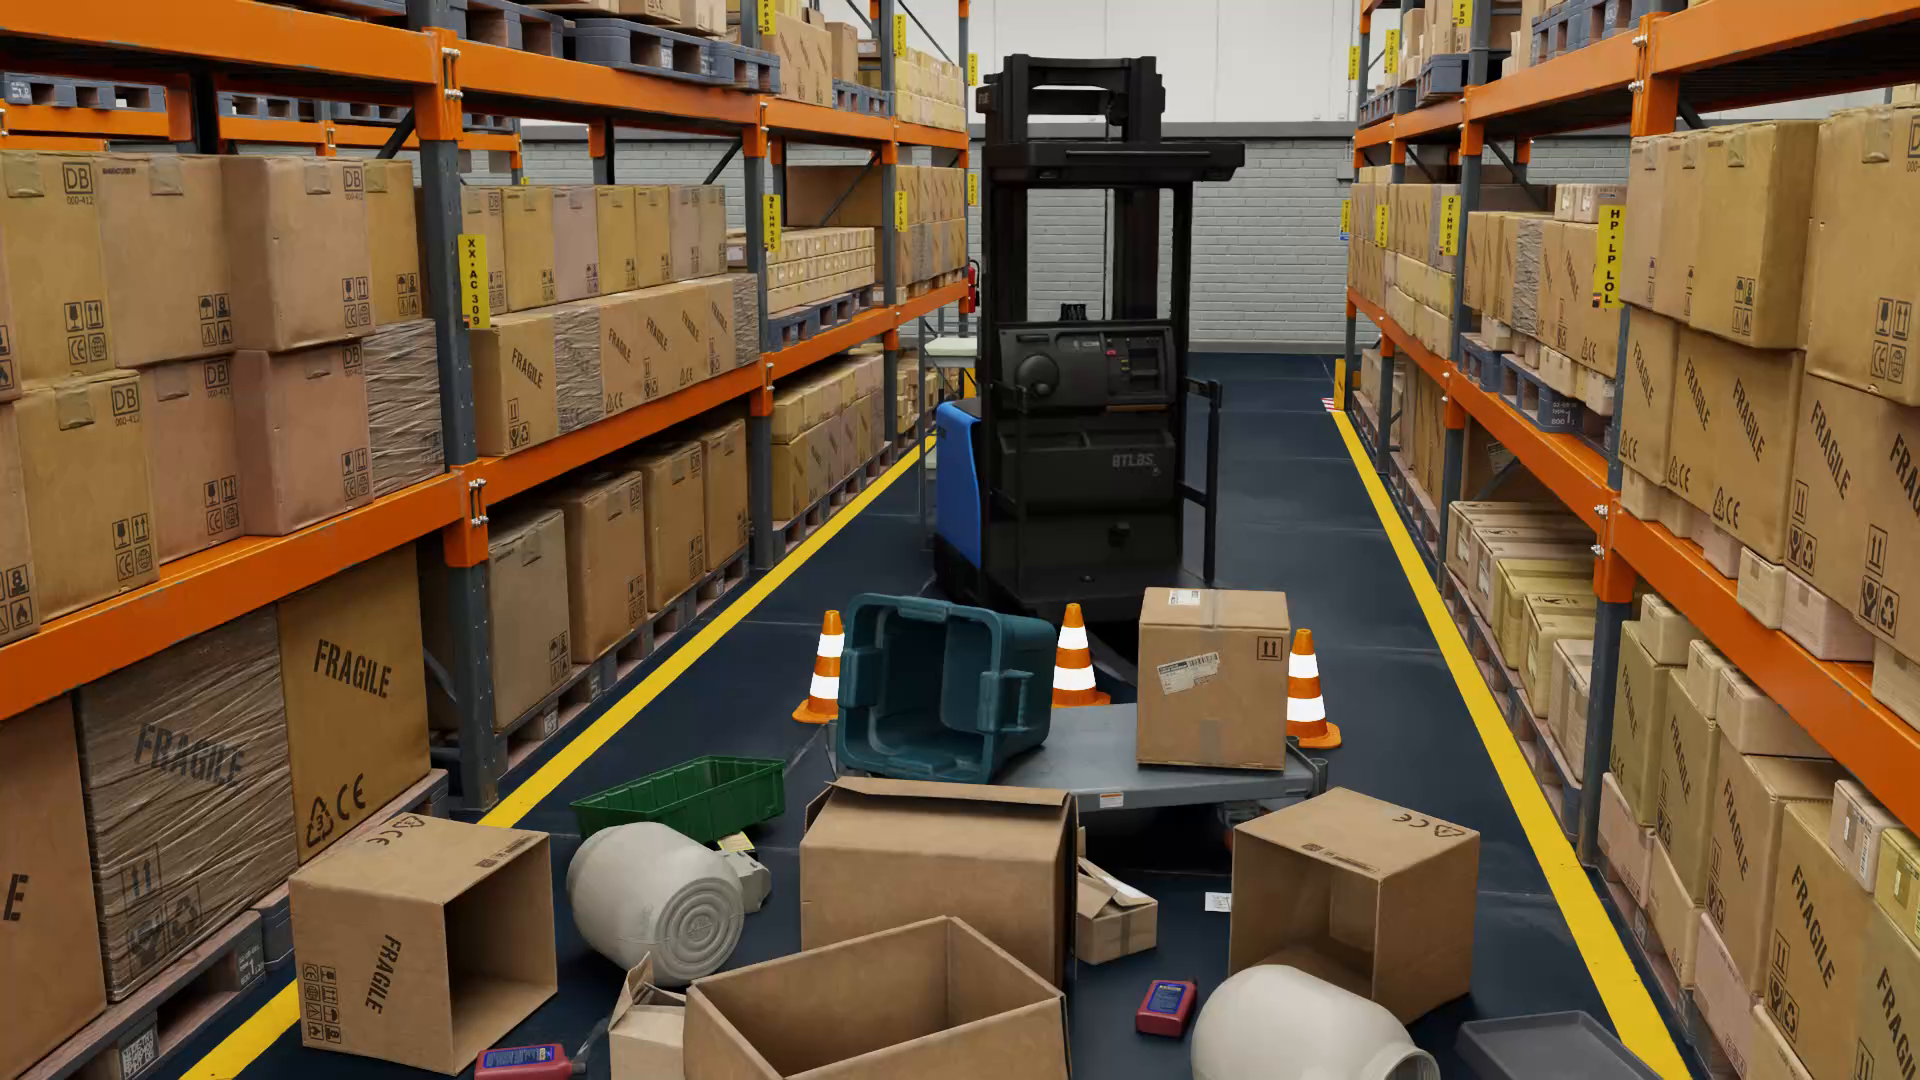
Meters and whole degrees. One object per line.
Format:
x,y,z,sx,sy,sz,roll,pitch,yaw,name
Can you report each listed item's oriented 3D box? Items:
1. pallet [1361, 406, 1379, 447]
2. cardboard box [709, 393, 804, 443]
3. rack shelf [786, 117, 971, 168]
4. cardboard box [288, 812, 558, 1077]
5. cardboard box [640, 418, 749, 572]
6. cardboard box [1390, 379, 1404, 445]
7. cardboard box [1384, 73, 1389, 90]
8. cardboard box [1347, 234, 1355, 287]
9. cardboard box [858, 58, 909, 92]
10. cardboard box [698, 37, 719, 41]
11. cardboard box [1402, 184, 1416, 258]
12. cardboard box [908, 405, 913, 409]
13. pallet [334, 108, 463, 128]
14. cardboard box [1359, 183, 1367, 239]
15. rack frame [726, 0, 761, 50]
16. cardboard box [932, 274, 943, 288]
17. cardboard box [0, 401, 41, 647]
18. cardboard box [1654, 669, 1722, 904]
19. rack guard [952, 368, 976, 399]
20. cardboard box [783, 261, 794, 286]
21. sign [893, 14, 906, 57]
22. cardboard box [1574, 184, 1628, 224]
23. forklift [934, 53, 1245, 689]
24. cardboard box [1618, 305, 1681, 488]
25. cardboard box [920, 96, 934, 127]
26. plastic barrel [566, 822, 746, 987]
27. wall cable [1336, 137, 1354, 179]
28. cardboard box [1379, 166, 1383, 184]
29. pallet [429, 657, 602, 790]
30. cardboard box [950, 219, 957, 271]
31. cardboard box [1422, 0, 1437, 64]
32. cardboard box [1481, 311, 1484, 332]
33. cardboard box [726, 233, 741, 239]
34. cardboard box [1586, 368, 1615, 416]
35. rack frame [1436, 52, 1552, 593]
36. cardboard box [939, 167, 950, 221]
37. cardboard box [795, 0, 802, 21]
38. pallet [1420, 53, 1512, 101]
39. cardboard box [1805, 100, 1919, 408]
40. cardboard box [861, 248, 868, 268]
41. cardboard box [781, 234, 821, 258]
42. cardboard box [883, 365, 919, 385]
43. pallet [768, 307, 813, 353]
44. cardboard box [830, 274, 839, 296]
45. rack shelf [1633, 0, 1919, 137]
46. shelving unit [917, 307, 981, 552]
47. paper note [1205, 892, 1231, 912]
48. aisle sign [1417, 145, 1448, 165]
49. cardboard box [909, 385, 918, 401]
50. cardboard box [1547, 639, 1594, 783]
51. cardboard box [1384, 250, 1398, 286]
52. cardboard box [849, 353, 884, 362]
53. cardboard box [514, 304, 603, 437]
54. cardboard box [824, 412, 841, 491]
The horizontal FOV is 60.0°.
4.257,-1.040,15.317,1.003,0.211,1.213,2,12,9,pallet
-1.299,-0.785,10.672,0.500,0.250,0.500,1,12,6,cardboard box
-0.722,-3.663,15.457,1.077,0.370,4.000,2,12,9,rack shelf
-1.484,1.111,4.647,0.500,0.500,0.500,4,13,18,cardboard box
-1.827,-0.281,9.520,1.050,0.750,0.750,2,12,8,cardboard box
4.080,-1.073,13.935,0.875,0.438,0.875,2,12,8,cardboard box
3.700,-3.789,13.695,0.380,0.149,0.250,2,12,10,cardboard box
4.135,-2.783,16.552,0.500,0.500,0.500,2,12,8,cardboard box
-0.718,-3.862,13.841,0.500,0.250,0.500,2,12,11,cardboard box
-1.519,-2.774,8.944,0.380,0.166,0.250,2,12,9,cardboard box
3.395,-2.237,11.642,0.500,0.500,0.500,2,12,7,cardboard box
-0.628,-1.118,14.830,0.380,0.149,0.250,2,12,8,cardboard box
-5.589,-4.160,16.266,1.003,0.211,1.213,2,12,9,pallet
3.993,-3.057,15.447,0.500,0.500,0.500,2,12,8,cardboard box
-1.644,-4.232,9.270,1.000,3.000,0.127,2,12,9,rack frame
-0.370,-2.554,16.319,0.380,0.149,0.250,1,12,6,cardboard box
-2.589,-0.014,3.580,0.875,0.550,0.550,2,12,9,cardboard box
2.219,0.671,4.510,0.500,0.500,0.500,2,12,11,cardboard box
-0.426,-1.727,17.819,1.175,0.500,0.348,2,12,9,rack guard
-1.294,-1.733,10.810,0.380,0.149,0.250,1,12,7,cardboard box
-0.480,-4.026,13.274,0.100,0.325,0.005,2,12,9,sign
2.588,-1.291,6.385,0.380,0.149,0.250,2,12,7,cardboard box
0.707,-0.913,8.274,1.130,2.935,3.031,-3,13,-14,forklift
2.304,-0.439,4.967,0.500,0.500,0.500,2,12,8,cardboard box
-0.530,-3.825,14.858,0.500,0.250,0.500,2,12,11,cardboard box
-0.918,1.079,4.983,0.421,0.421,0.512,-10,16,-40,plastic barrel
5.337,-4.512,22.322,0.585,1.953,0.123,2,12,9,wall cable
3.869,-3.186,14.505,0.380,0.149,0.250,2,12,7,cardboard box
-2.215,0.734,7.089,1.003,0.211,1.213,2,12,9,pallet
-0.313,-2.950,16.618,0.500,0.500,0.500,2,12,8,cardboard box
3.247,-3.257,10.630,0.500,0.500,0.500,2,12,9,cardboard box
3.029,-1.181,8.951,0.380,0.149,0.250,1,12,5,cardboard box
-1.780,-2.113,11.864,0.380,0.149,0.250,2,12,10,cardboard box
2.453,-0.526,5.912,0.380,0.149,0.250,2,12,9,cardboard box
3.262,-1.160,9.255,1.000,3.000,0.127,2,12,9,rack frame
-0.388,-3.330,16.010,0.500,0.500,0.500,3,12,12,cardboard box
-1.230,-3.426,10.594,0.396,0.266,0.258,2,12,9,cardboard box
3.309,-2.670,9.589,1.213,0.211,1.003,2,12,11,pallet
1.957,-0.506,2.903,0.700,0.500,0.500,2,12,8,cardboard box
-0.935,-2.216,13.048,0.380,0.149,0.250,2,12,9,cardboard box
-1.181,-2.036,11.508,0.380,0.149,0.250,2,12,10,cardboard box
-0.543,-1.514,15.258,0.380,0.149,0.250,2,12,10,cardboard box
-1.640,-1.357,10.626,1.213,0.211,1.003,2,12,9,pallet
-1.092,-1.854,12.076,0.380,0.149,0.250,2,12,11,cardboard box
2.339,-1.026,3.219,1.077,0.370,4.000,2,12,9,rack shelf
-0.001,-0.732,10.829,0.431,1.500,0.755,2,12,9,shelving unit
0.880,1.179,5.449,0.148,0.019,0.142,2,12,9,paper note
4.810,-4.101,16.732,0.394,0.787,0.004,2,12,9,aisle sign
-0.595,-1.374,15.313,0.380,0.149,0.250,2,12,11,cardboard box
2.725,0.643,6.131,0.950,0.372,0.625,2,12,9,cardboard box
3.531,-2.081,12.699,0.500,0.250,0.500,2,12,7,cardboard box
-0.928,-1.748,16.341,0.380,0.149,0.250,2,12,11,cardboard box
-1.836,-0.721,6.983,0.500,0.500,0.500,2,12,9,cardboard box
-1.135,-0.633,11.748,0.500,0.500,0.500,2,12,7,cardboard box
